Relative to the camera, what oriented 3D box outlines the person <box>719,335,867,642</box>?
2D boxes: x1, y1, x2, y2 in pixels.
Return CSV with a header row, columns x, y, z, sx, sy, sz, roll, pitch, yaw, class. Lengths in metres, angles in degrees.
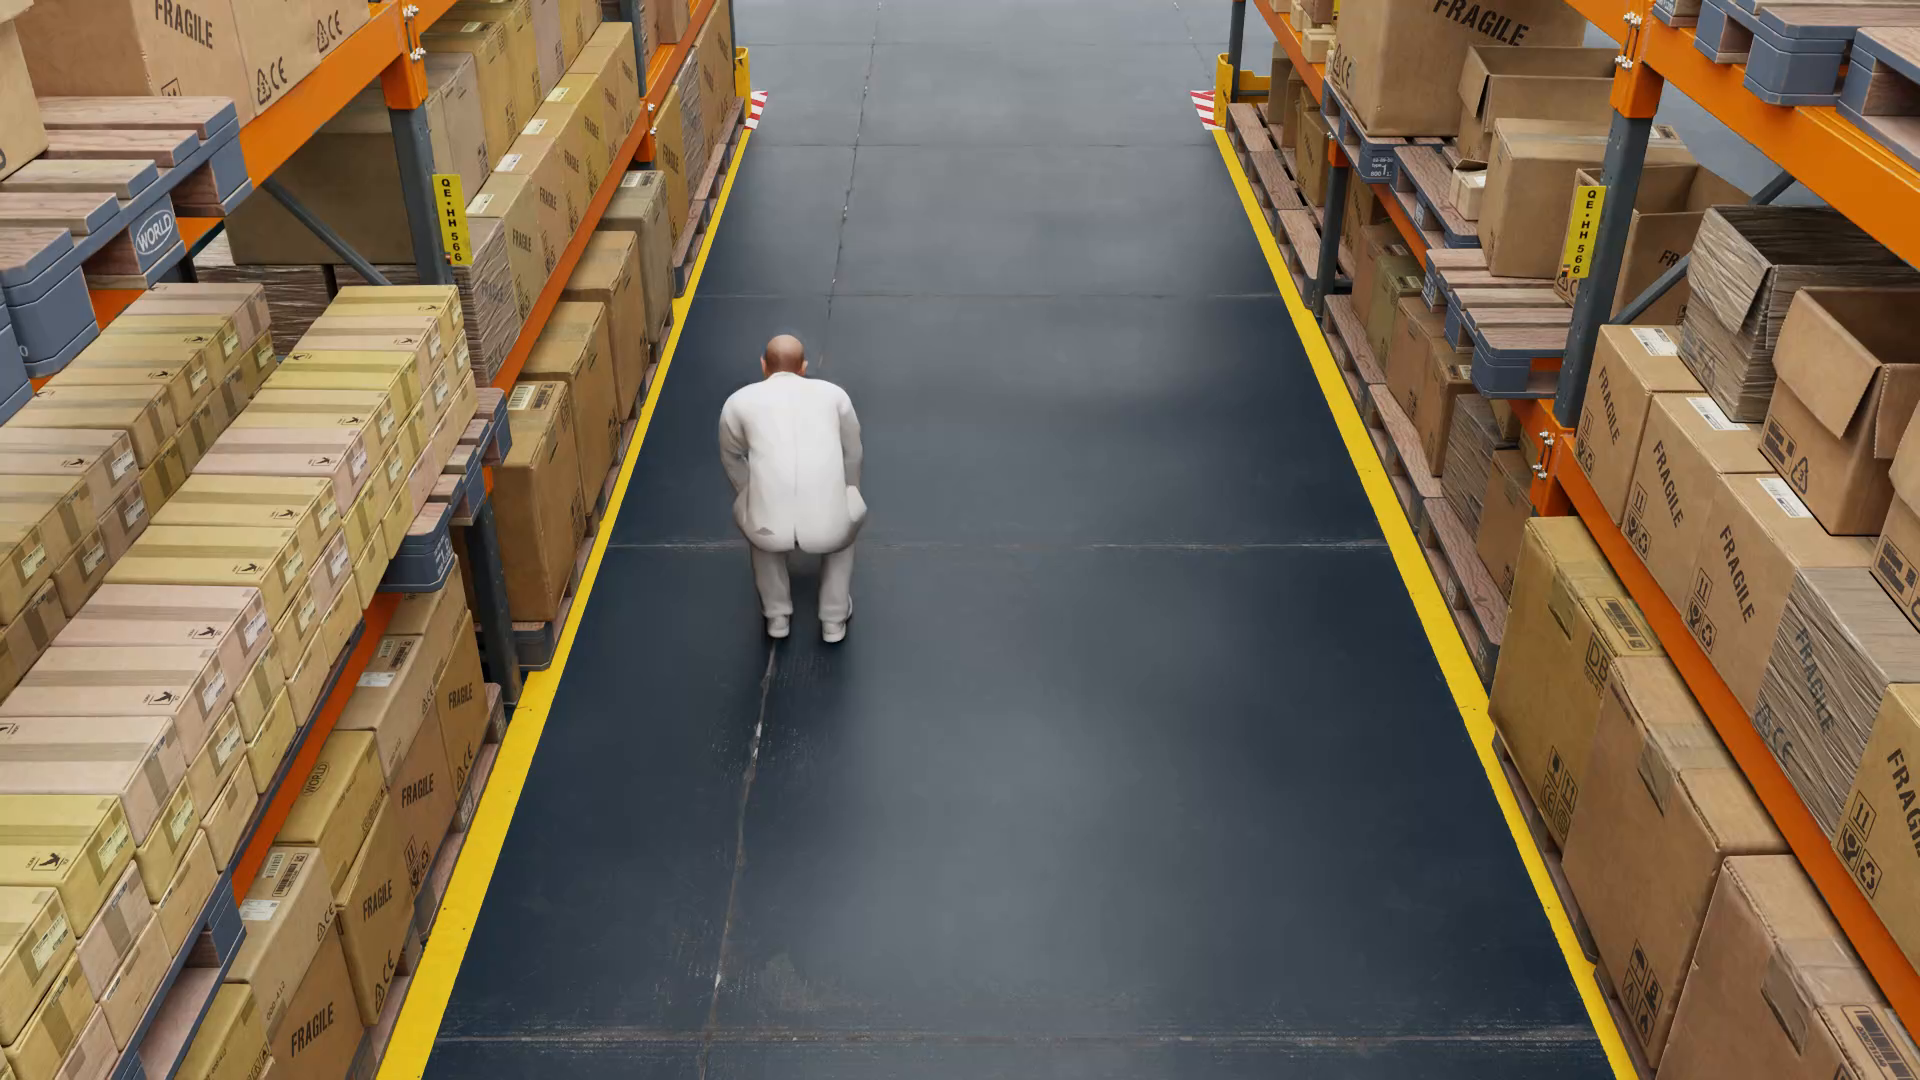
x,y,z,sx,sy,sz,roll,pitch,yaw,class
-0.706,-0.184,7.033,0.626,1.180,0.821,-1,31,-1,person
